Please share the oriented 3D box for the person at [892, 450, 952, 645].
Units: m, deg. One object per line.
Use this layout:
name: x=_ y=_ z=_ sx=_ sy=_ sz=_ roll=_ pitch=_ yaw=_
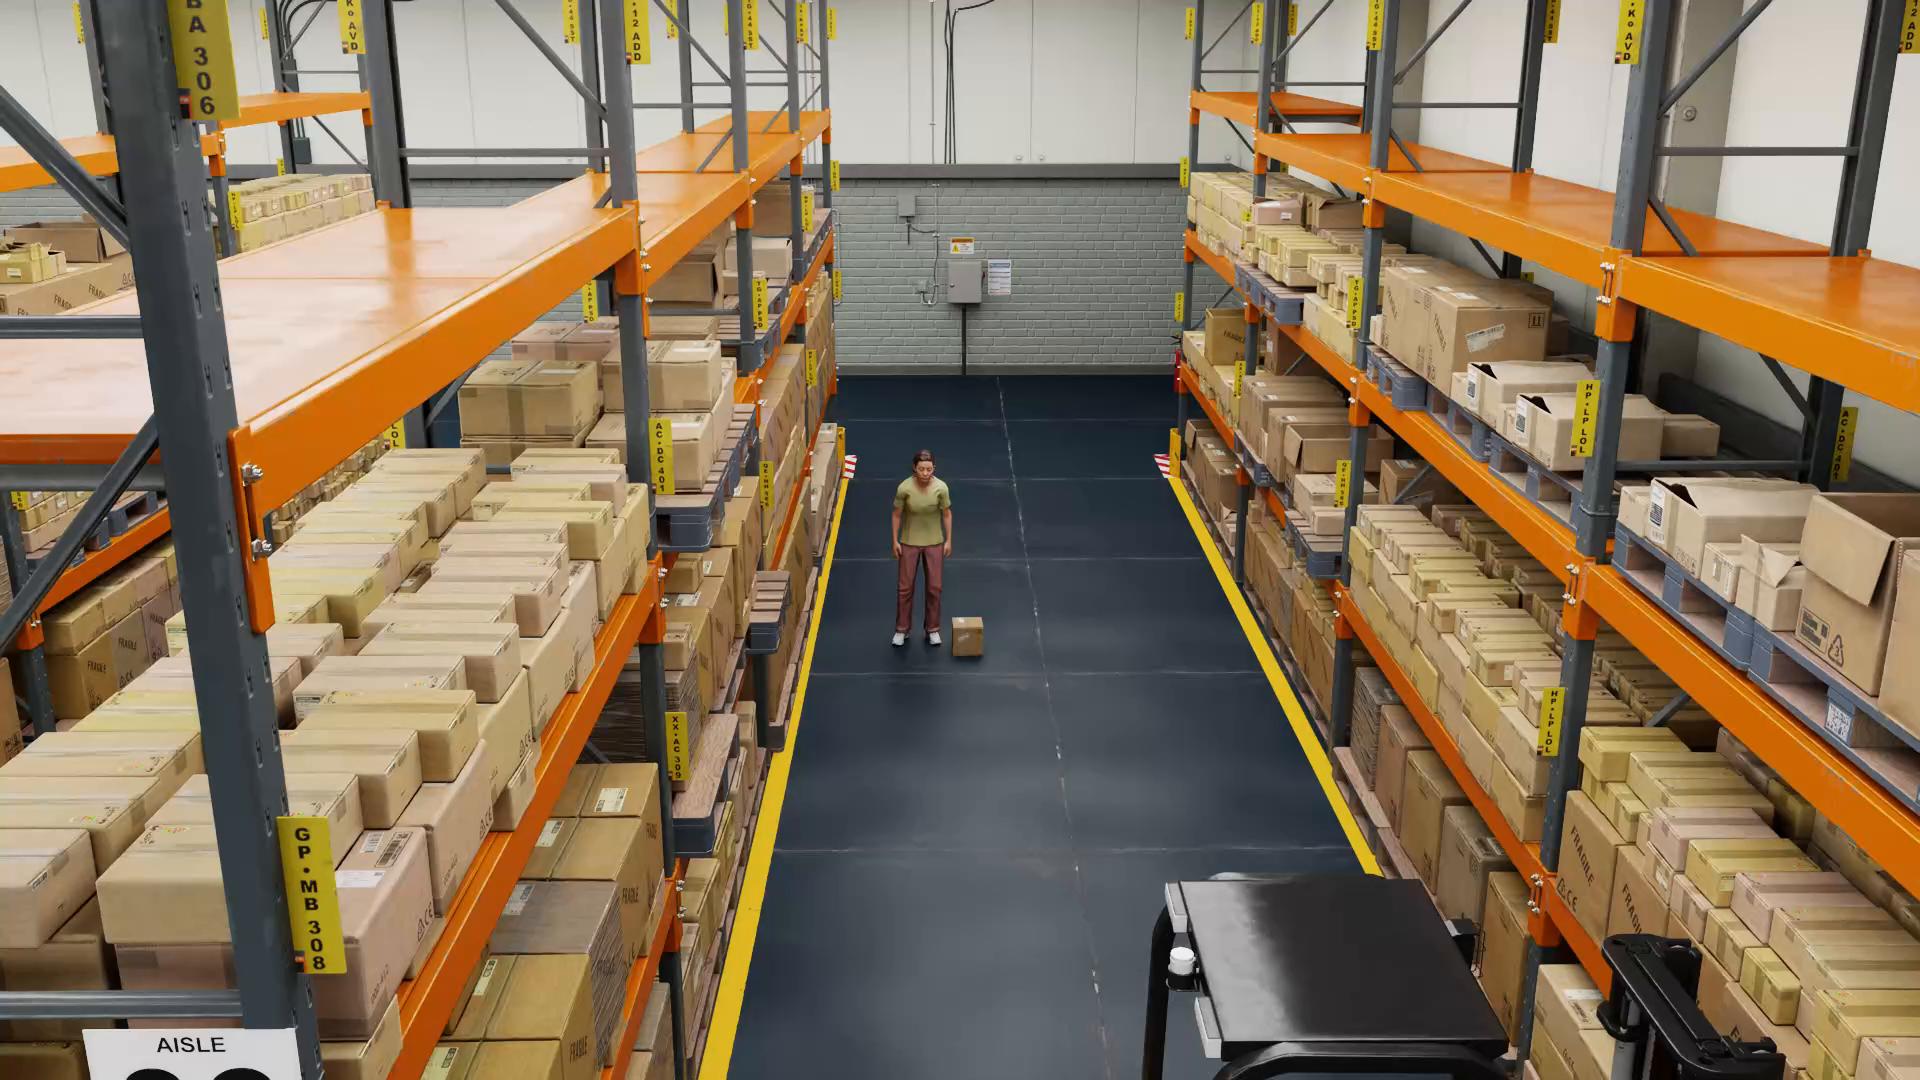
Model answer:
person: x=-0.322 y=0.049 z=13.891 sx=0.521 sy=1.672 sz=0.355 roll=-1 pitch=17 yaw=-4
